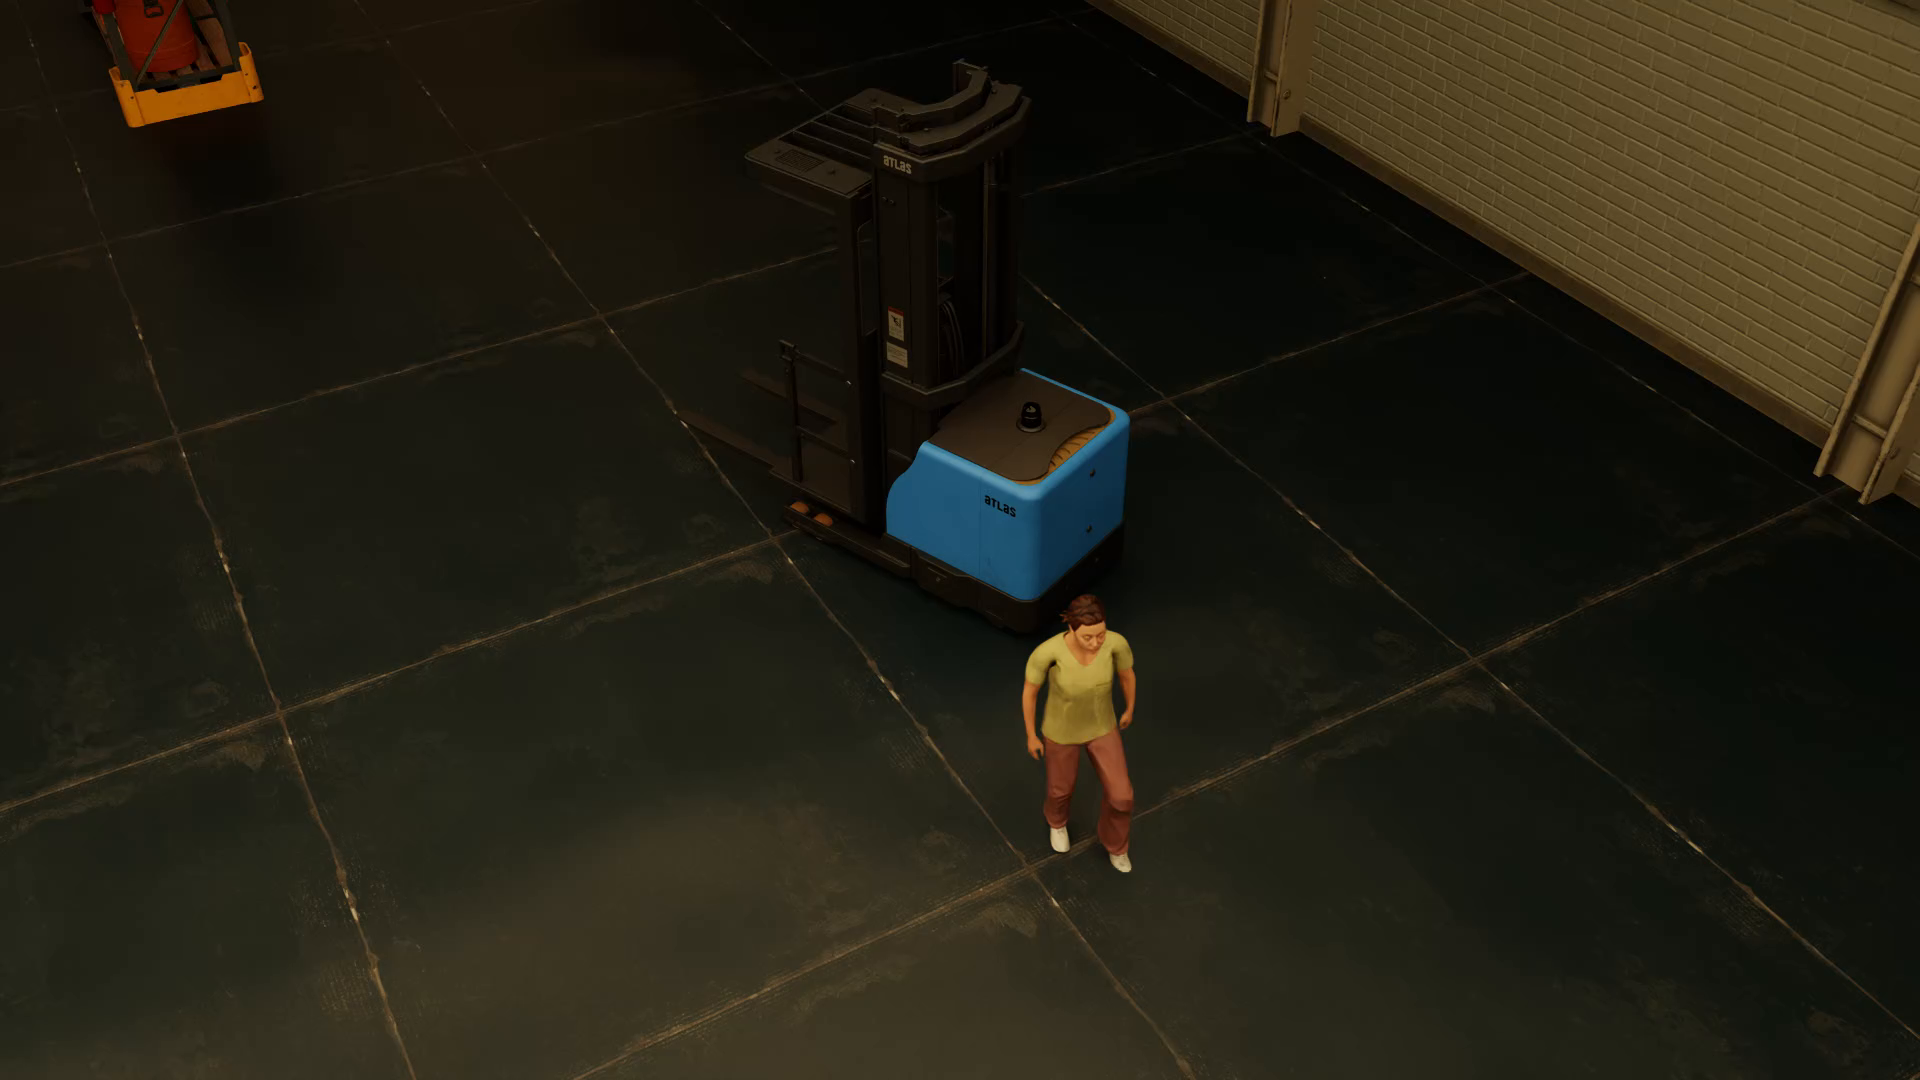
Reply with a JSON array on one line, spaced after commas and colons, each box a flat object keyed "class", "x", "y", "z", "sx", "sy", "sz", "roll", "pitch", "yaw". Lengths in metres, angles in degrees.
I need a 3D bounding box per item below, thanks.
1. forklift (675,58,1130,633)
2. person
[{"class": "forklift", "x": -0.481, "y": -1.366, "z": 9.683, "sx": 3.031, "sy": 2.935, "sz": 1.130, "roll": 26, "pitch": 46, "yaw": 28}, {"class": "person", "x": 0.579, "y": 0.938, "z": 7.954, "sx": 0.564, "sy": 1.710, "sz": 0.497, "roll": -7, "pitch": 40, "yaw": -8}]
